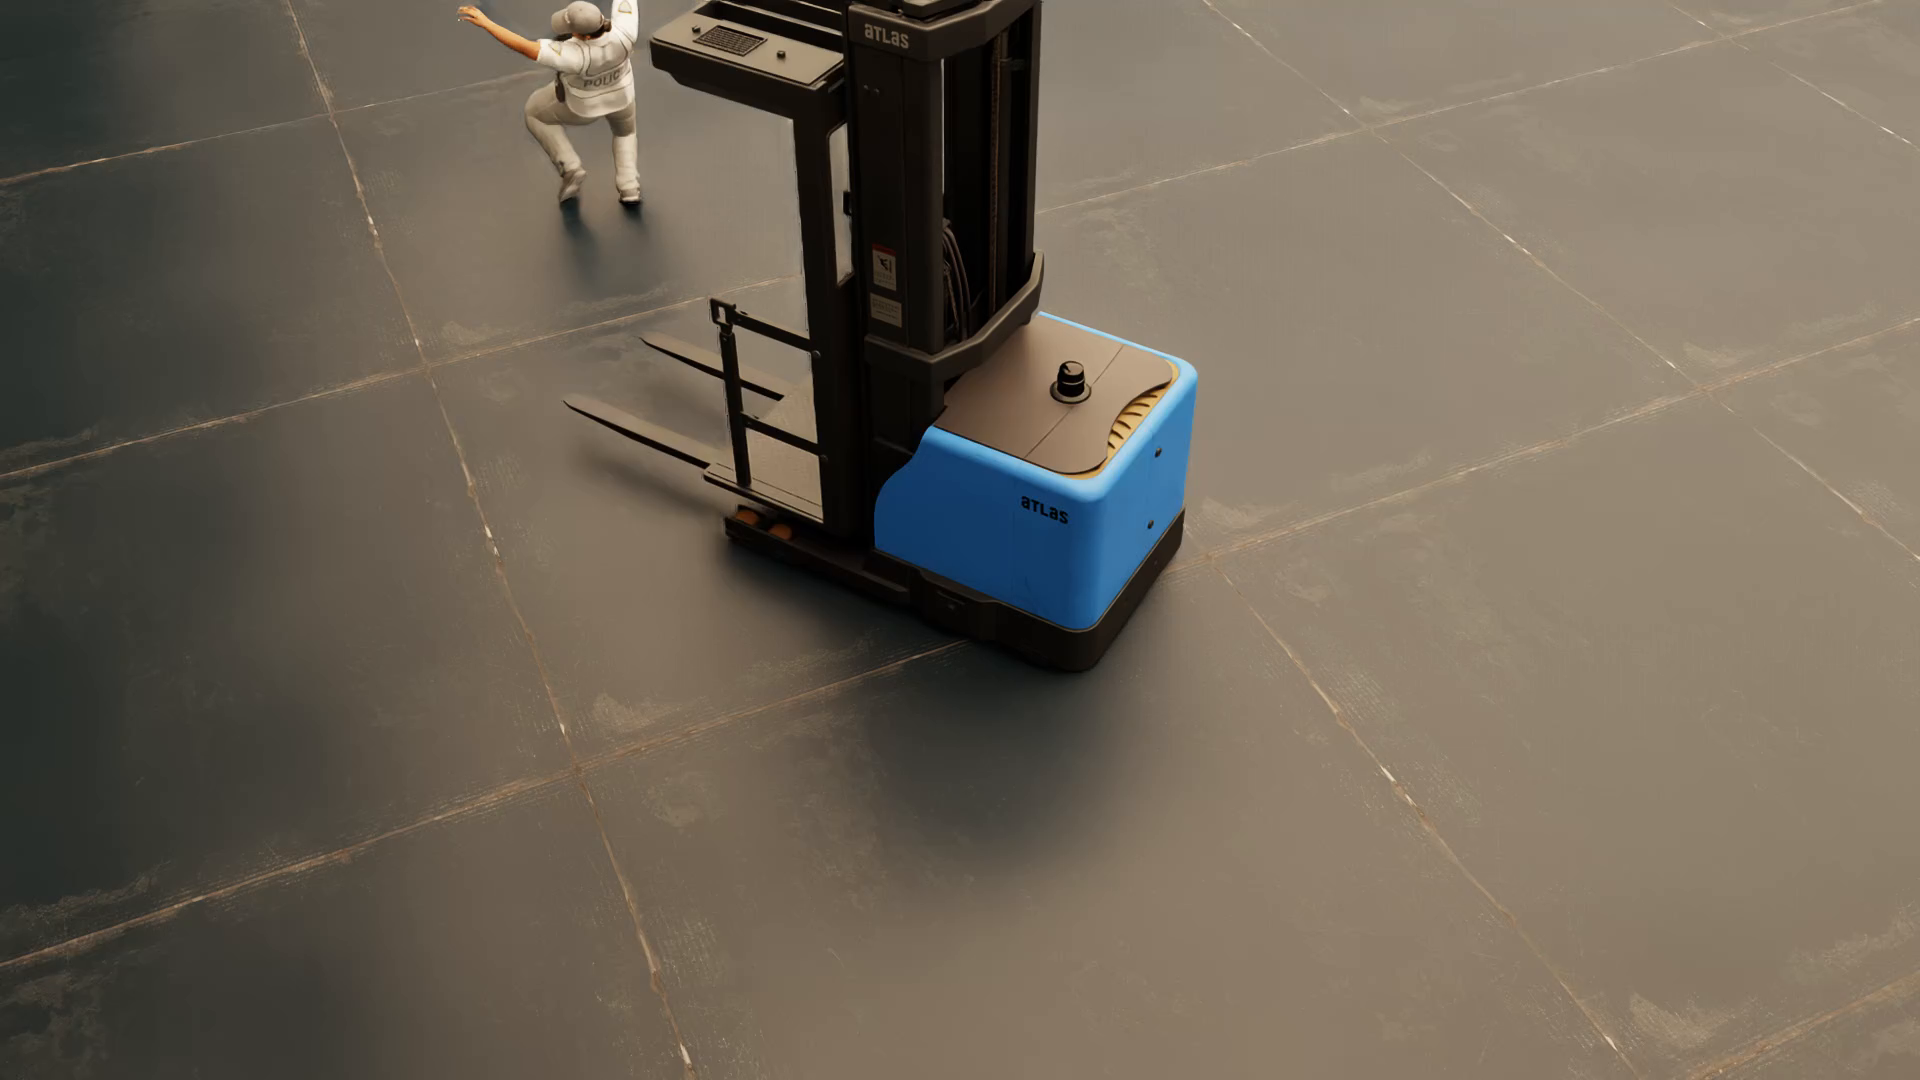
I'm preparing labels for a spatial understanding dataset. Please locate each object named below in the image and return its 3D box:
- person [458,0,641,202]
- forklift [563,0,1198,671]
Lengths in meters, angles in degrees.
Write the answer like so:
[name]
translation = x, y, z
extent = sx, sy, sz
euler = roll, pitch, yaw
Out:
[person]
translation = -2.277, -2.583, 9.476
extent = 0.996, 1.583, 0.770
euler = -20, 47, -20
[forklift]
translation = -0.503, -1.267, 7.038
extent = 3.031, 2.935, 1.130
euler = 22, 47, 22
